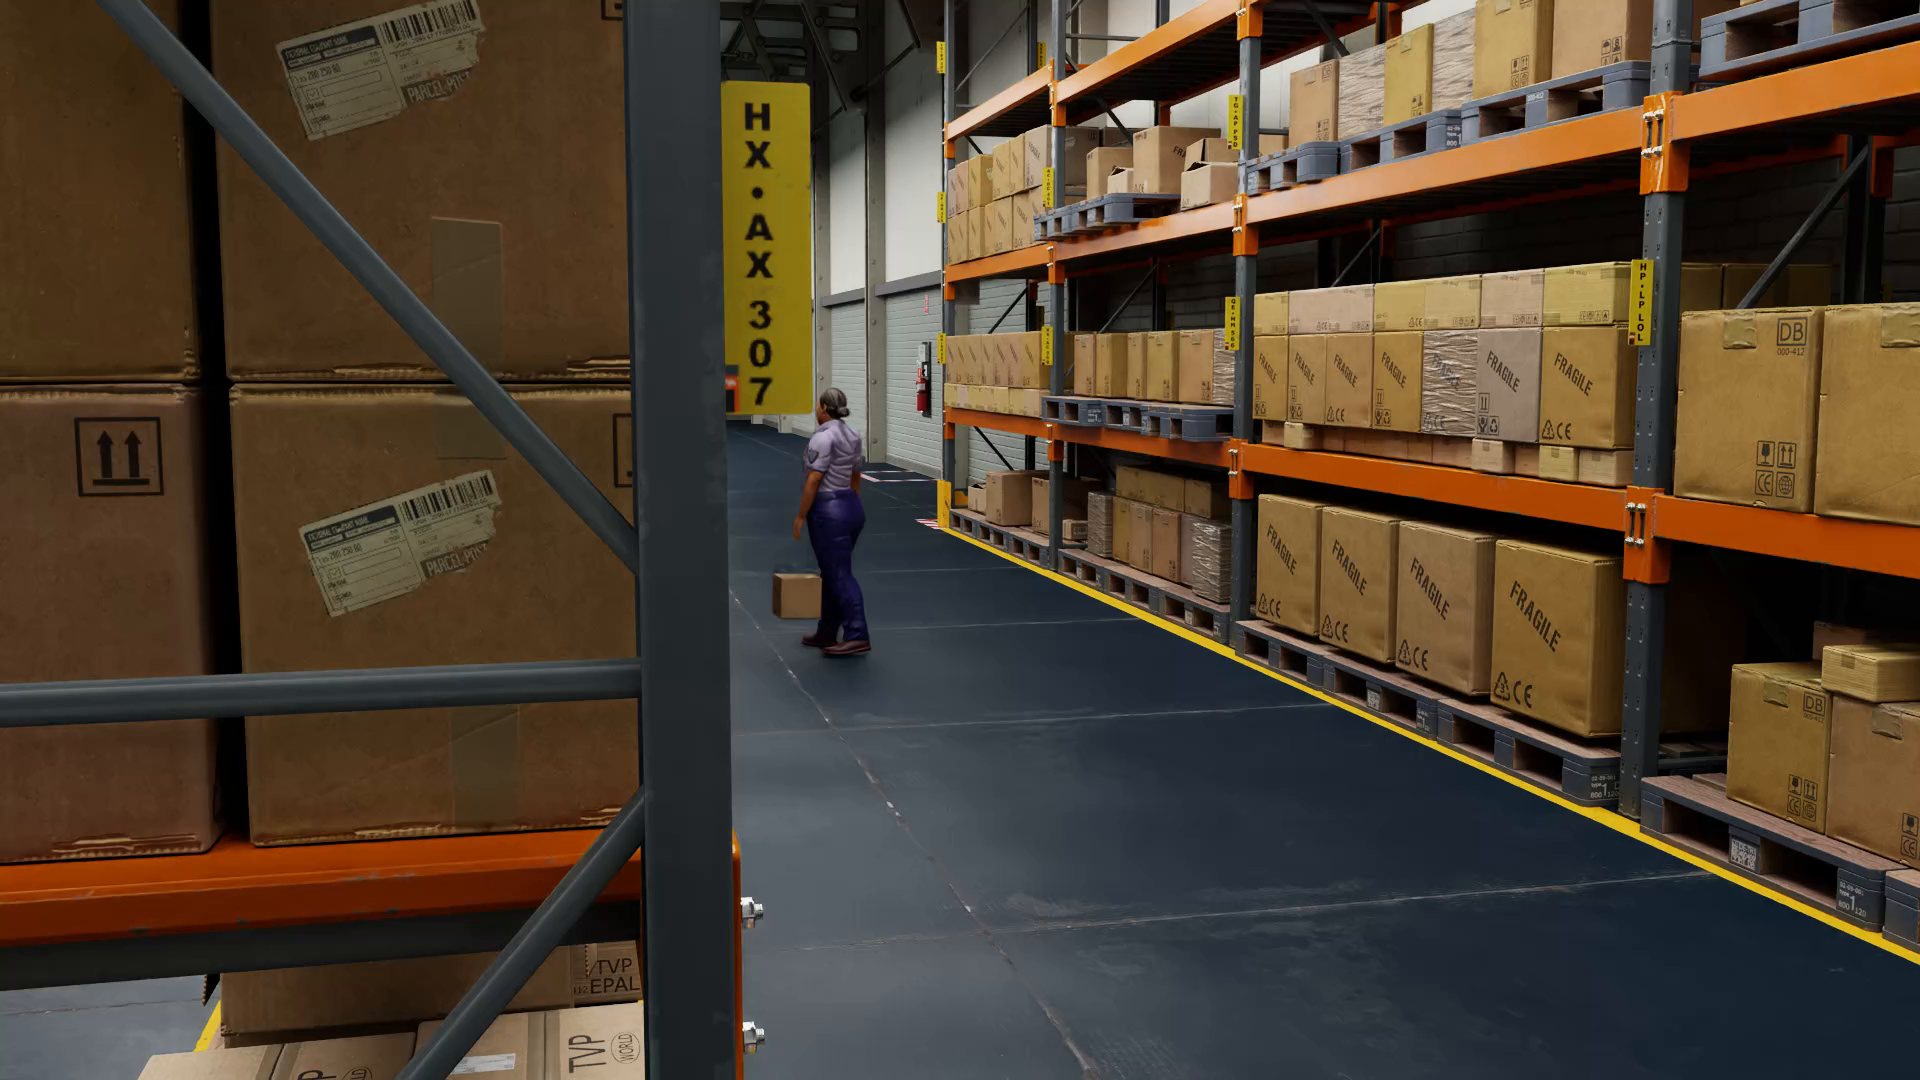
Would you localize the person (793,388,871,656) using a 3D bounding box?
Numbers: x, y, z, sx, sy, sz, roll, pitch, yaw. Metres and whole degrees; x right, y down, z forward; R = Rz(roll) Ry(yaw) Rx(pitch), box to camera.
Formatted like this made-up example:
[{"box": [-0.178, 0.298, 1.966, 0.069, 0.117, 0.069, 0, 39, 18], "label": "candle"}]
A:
[{"box": [-0.792, -0.124, 10.382, 0.620, 1.642, 0.584, 3, 7, 25], "label": "person"}]
